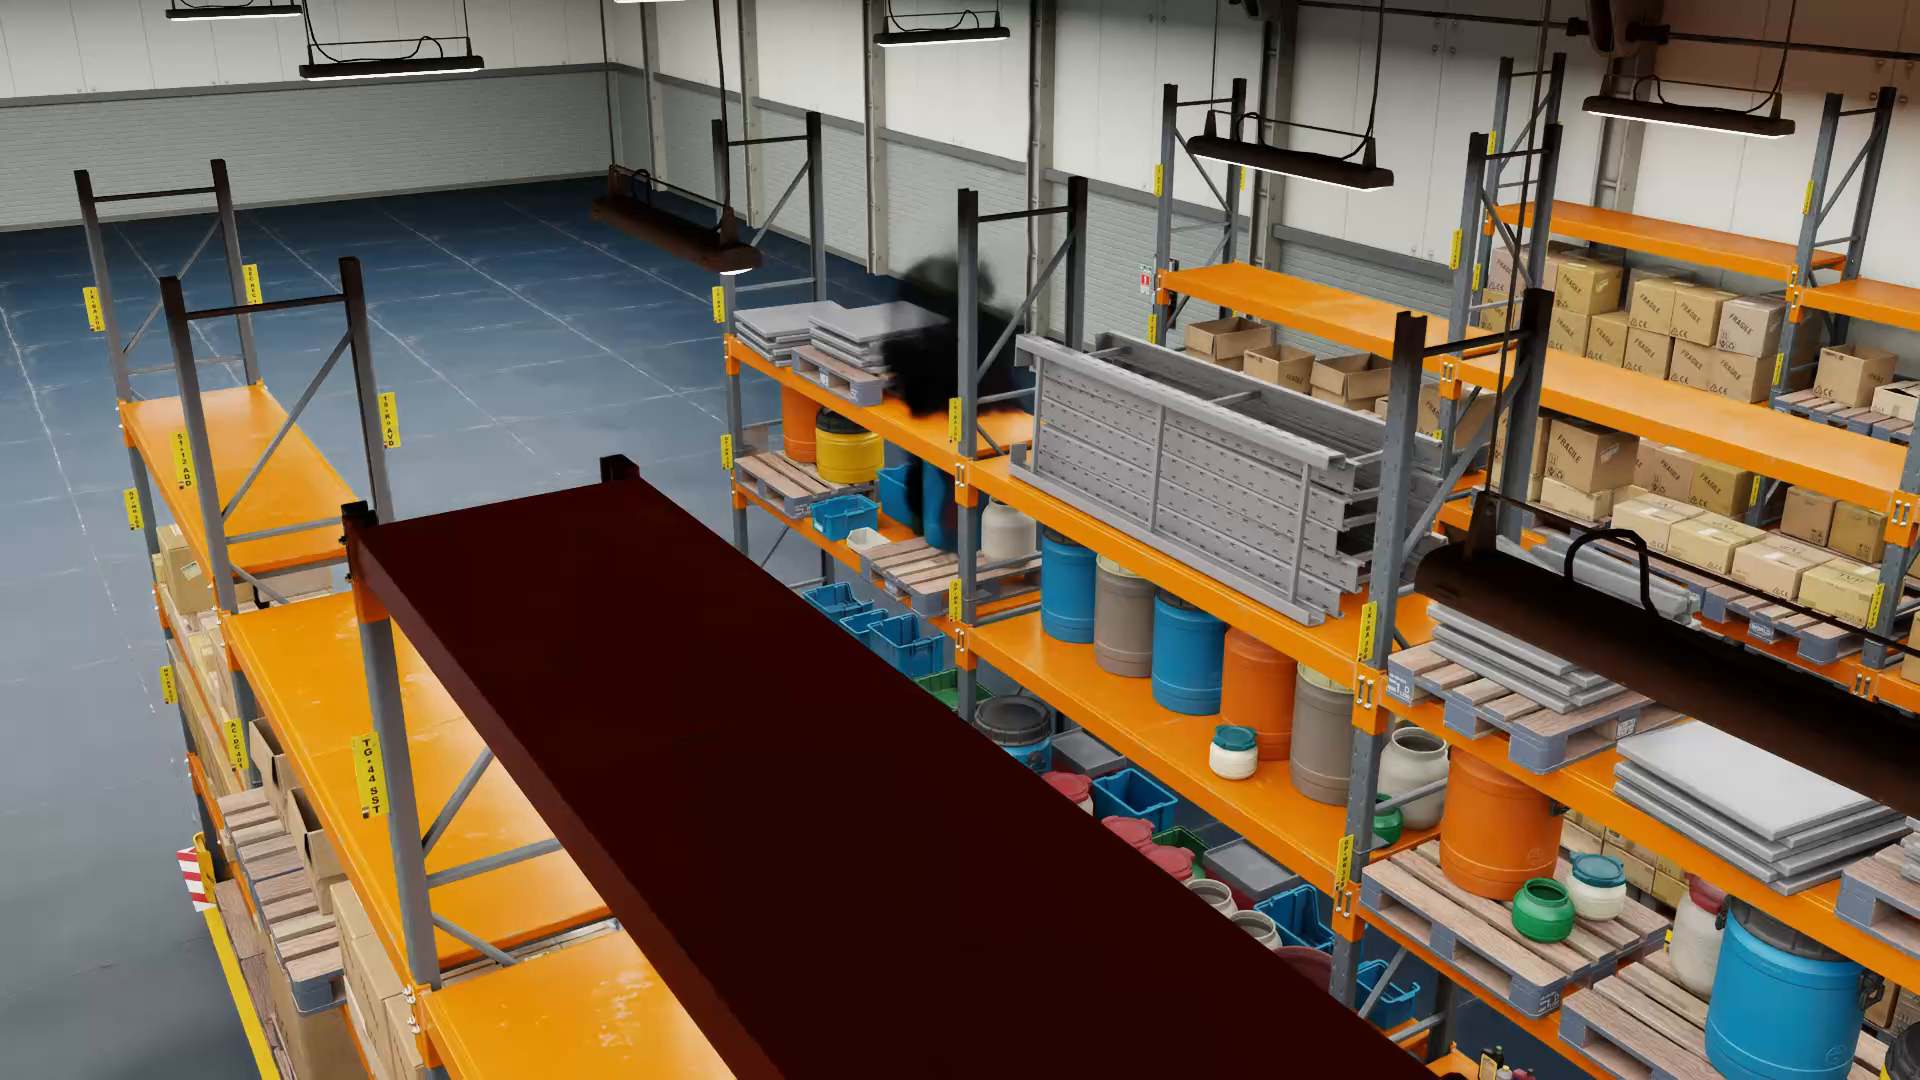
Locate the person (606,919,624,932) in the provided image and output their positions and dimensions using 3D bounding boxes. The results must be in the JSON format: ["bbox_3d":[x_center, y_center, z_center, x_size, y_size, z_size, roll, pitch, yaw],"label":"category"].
[{"bbox_3d":[-2.696,2.326,12.440,0.687,1.751,0.748,-12,25,-27],"label":"person"}]
